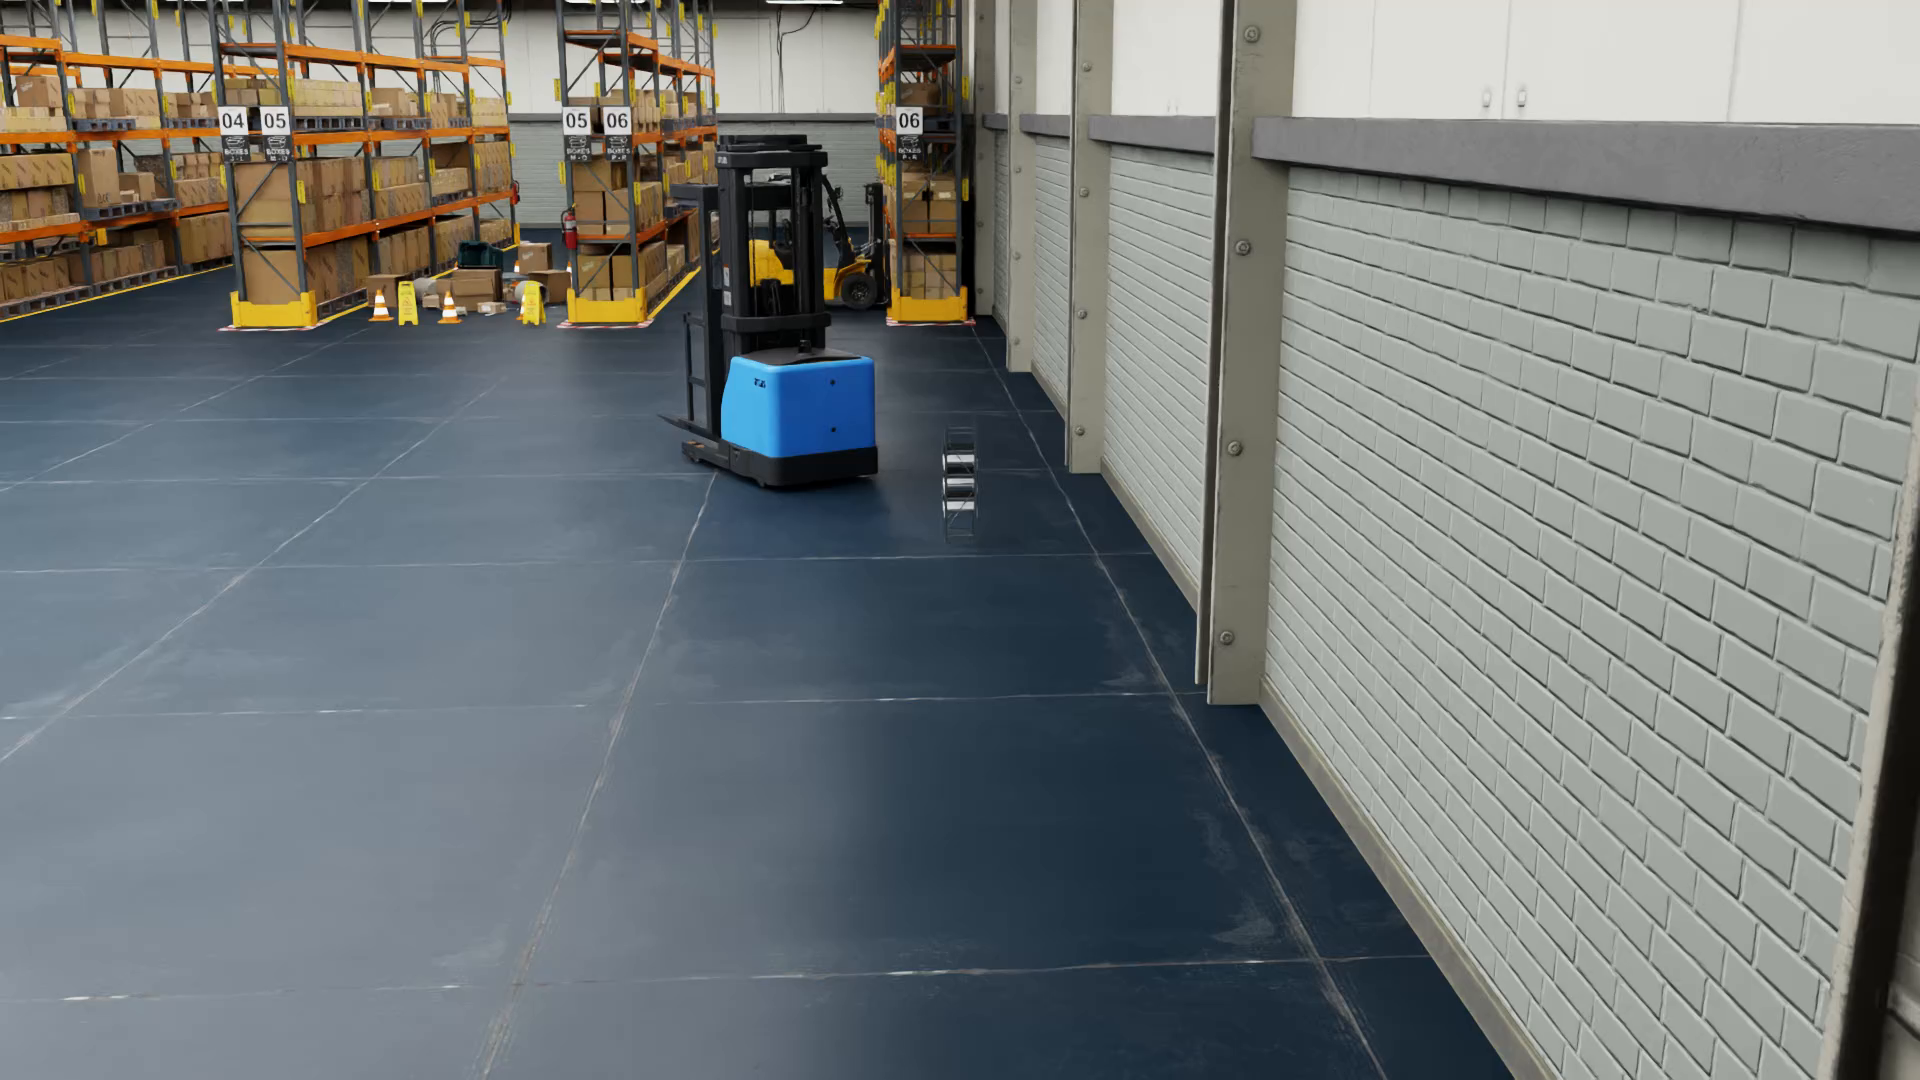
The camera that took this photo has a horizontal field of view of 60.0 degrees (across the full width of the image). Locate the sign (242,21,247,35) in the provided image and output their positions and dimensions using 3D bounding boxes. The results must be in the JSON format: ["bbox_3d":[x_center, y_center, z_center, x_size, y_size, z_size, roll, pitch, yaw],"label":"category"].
[{"bbox_3d":[-16.866,-12.073,39.199,0.100,0.325,0.005,-1,14,-3],"label":"sign"}]

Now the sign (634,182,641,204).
[{"bbox_3d":[-4.888,-5.247,25.164,0.100,0.325,0.005,-1,14,-3],"label":"sign"}]

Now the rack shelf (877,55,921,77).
[{"bbox_3d":[-1.343,-10.934,38.415,1.077,0.370,4.000,-1,14,-3],"label":"rack shelf"}]

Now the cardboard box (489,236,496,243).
[{"bbox_3d":[-10.930,-6.943,38.369,0.380,0.149,0.250,-1,14,-5],"label":"cardboard box"}]

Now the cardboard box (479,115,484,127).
[{"bbox_3d":[-10.912,-9.326,37.035,0.500,0.250,0.500,-1,14,-4],"label":"cardboard box"}]

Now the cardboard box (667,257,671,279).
[{"bbox_3d":[-5.712,-4.876,29.887,0.950,0.372,0.625,-1,14,-3],"label":"cardboard box"}]

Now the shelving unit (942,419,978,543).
[{"bbox_3d":[-0.001,-0.438,12.422,0.258,0.900,0.210,-1,14,-3],"label":"shelving unit"}]

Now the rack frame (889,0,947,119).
[{"bbox_3d":[-0.723,-8.797,28.659,1.000,3.000,0.127,-1,14,-3],"label":"rack frame"}]

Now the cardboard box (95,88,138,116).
[{"bbox_3d":[-15.479,-8.034,30.508,0.500,0.500,0.500,-1,14,-2],"label":"cardboard box"}]

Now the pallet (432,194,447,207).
[{"bbox_3d":[-11.010,-6.790,33.283,1.213,0.211,1.003,-1,14,-3],"label":"pallet"}]

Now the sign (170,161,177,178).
[{"bbox_3d":[-15.275,-7.189,32.284,0.100,0.325,0.005,-1,14,-3],"label":"sign"}]

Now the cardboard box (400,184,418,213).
[{"bbox_3d":[-10.503,-6.400,31.180,0.500,0.500,0.500,-1,14,-4],"label":"cardboard box"}]

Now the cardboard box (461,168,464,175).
[{"bbox_3d":[-10.870,-7.909,35.712,0.380,0.149,0.250,-1,14,-5],"label":"cardboard box"}]

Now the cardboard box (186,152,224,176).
[{"bbox_3d":[-16.016,-8.027,35.489,0.797,0.503,0.637,-1,14,-5],"label":"cardboard box"}]

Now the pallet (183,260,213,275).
[{"bbox_3d":[-15.790,-5.503,33.491,1.003,0.211,1.213,-1,14,-3],"label":"pallet"}]

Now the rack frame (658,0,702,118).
[{"bbox_3d":[-6.173,-10.710,36.091,1.000,3.000,0.127,-1,14,-3],"label":"rack frame"}]

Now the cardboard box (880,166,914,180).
[{"bbox_3d":[-1.331,-7.686,35.335,0.700,0.500,0.500,-1,14,-4],"label":"cardboard box"}]

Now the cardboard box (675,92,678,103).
[{"bbox_3d":[-6.288,-9.894,37.688,0.797,0.503,0.637,0,14,1],"label":"cardboard box"}]

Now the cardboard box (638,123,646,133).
[{"bbox_3d":[-5.210,-6.560,26.485,0.380,0.149,0.250,-1,14,-3],"label":"cardboard box"}]

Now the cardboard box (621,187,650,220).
[{"bbox_3d":[-5.250,-5.390,26.657,0.500,0.500,0.500,-1,14,-5],"label":"cardboard box"}]

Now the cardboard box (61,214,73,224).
[{"bbox_3d":[-15.255,-5.429,28.110,0.380,0.149,0.250,-1,14,-3],"label":"cardboard box"}]

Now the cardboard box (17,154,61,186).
[{"bbox_3d":[-15.233,-6.106,27.435,0.500,0.500,0.500,-1,14,-3],"label":"cardboard box"}]

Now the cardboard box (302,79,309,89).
[{"bbox_3d":[-10.097,-6.901,25.169,0.380,0.149,0.250,-1,14,-4],"label":"cardboard box"}]

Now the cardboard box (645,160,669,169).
[{"bbox_3d":[-5.353,-6.647,29.399,0.380,0.149,0.250,-1,14,-4],"label":"cardboard box"}]

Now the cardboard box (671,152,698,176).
[{"bbox_3d":[-5.843,-7.975,35.293,0.500,0.500,0.500,0,14,-2],"label":"cardboard box"}]

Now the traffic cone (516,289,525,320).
[{"bbox_3d":[-6.743,-3.678,25.893,0.336,0.463,0.334,-1,14,-3],"label":"traffic cone"}]

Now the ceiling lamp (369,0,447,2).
[{"bbox_3d":[-13.947,-15.085,41.382,2.000,3.185,0.800,-1,14,-3],"label":"ceiling lamp"}]

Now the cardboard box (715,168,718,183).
[{"bbox_3d":[-6.127,-8.732,40.242,0.500,0.500,0.500,-1,14,-3],"label":"cardboard box"}]

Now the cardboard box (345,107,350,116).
[{"bbox_3d":[-10.221,-7.020,27.230,0.380,0.149,0.250,-1,14,-3],"label":"cardboard box"}]

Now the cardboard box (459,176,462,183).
[{"bbox_3d":[-10.855,-7.705,35.518,0.380,0.149,0.250,0,14,-1],"label":"cardboard box"}]

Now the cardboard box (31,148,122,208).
[{"bbox_3d":[-15.478,-6.355,29.160,1.000,1.000,1.000,-1,14,-3],"label":"cardboard box"}]

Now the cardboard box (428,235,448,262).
[{"bbox_3d":[-10.648,-5.880,33.535,0.500,0.500,0.500,-2,15,-6],"label":"cardboard box"}]

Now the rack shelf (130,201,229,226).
[{"bbox_3d":[-15.940,-6.805,34.400,1.077,0.370,4.000,-1,14,-3],"label":"rack shelf"}]

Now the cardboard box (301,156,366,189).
[{"bbox_3d":[-10.623,-6.216,28.199,0.875,0.550,0.550,-1,14,-3],"label":"cardboard box"}]

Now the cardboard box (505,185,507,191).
[{"bbox_3d":[-11.075,-8.437,39.800,0.380,0.149,0.250,-1,14,-4],"label":"cardboard box"}]

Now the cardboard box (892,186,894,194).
[{"bbox_3d":[-0.948,-5.915,27.993,0.380,0.149,0.250,-1,14,-4],"label":"cardboard box"}]

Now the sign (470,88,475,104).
[{"bbox_3d":[-10.553,-9.606,35.993,0.100,0.325,0.005,-1,14,-3],"label":"sign"}]

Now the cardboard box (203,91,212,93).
[{"bbox_3d":[-16.172,-9.598,36.545,0.700,0.500,0.500,-2,15,-7],"label":"cardboard box"}]

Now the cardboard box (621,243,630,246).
[{"bbox_3d":[-5.865,-4.766,28.199,0.500,0.500,0.500,0,14,-1],"label":"cardboard box"}]

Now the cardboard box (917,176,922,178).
[{"bbox_3d":[-0.809,-5.871,27.226,0.380,0.149,0.250,-1,14,-3],"label":"cardboard box"}]

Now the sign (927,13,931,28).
[{"bbox_3d":[-0.665,-11.326,36.295,0.100,0.325,0.005,-1,14,-3],"label":"sign"}]

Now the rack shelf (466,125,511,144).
[{"bbox_3d":[-11.231,-9.304,38.093,1.077,0.370,4.000,-1,14,-3],"label":"rack shelf"}]

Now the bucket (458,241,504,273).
[{"bbox_3d":[-8.302,-4.866,28.936,0.726,0.611,0.620,4,5,16],"label":"bucket"}]

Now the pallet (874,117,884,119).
[{"bbox_3d":[-1.248,-9.080,36.155,1.213,0.211,1.003,-1,14,-3],"label":"pallet"}]

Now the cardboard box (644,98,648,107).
[{"bbox_3d":[-5.248,-7.072,26.877,0.380,0.149,0.250,-1,14,-3],"label":"cardboard box"}]

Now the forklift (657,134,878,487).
[{"bbox_3d":[-1.928,-2.186,15.140,1.130,2.935,3.031,-9,17,-31],"label":"forklift"}]

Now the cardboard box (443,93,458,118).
[{"bbox_3d":[-11.193,-9.311,35.632,0.700,0.500,0.500,-1,14,-3],"label":"cardboard box"}]

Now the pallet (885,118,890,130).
[{"bbox_3d":[-0.840,-8.081,32.272,1.213,0.211,1.003,0,14,-1],"label":"pallet"}]

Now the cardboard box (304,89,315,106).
[{"bbox_3d":[-10.170,-6.744,25.360,0.500,0.250,0.500,-1,14,-4],"label":"cardboard box"}]

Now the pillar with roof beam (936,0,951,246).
[{"bbox_3d":[-4.659,-10.908,36.861,9.100,9.000,0.400,-1,14,-3],"label":"pillar with roof beam"}]

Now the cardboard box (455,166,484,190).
[{"bbox_3d":[-10.886,-8.022,36.888,0.500,0.500,0.500,-1,14,-4],"label":"cardboard box"}]
